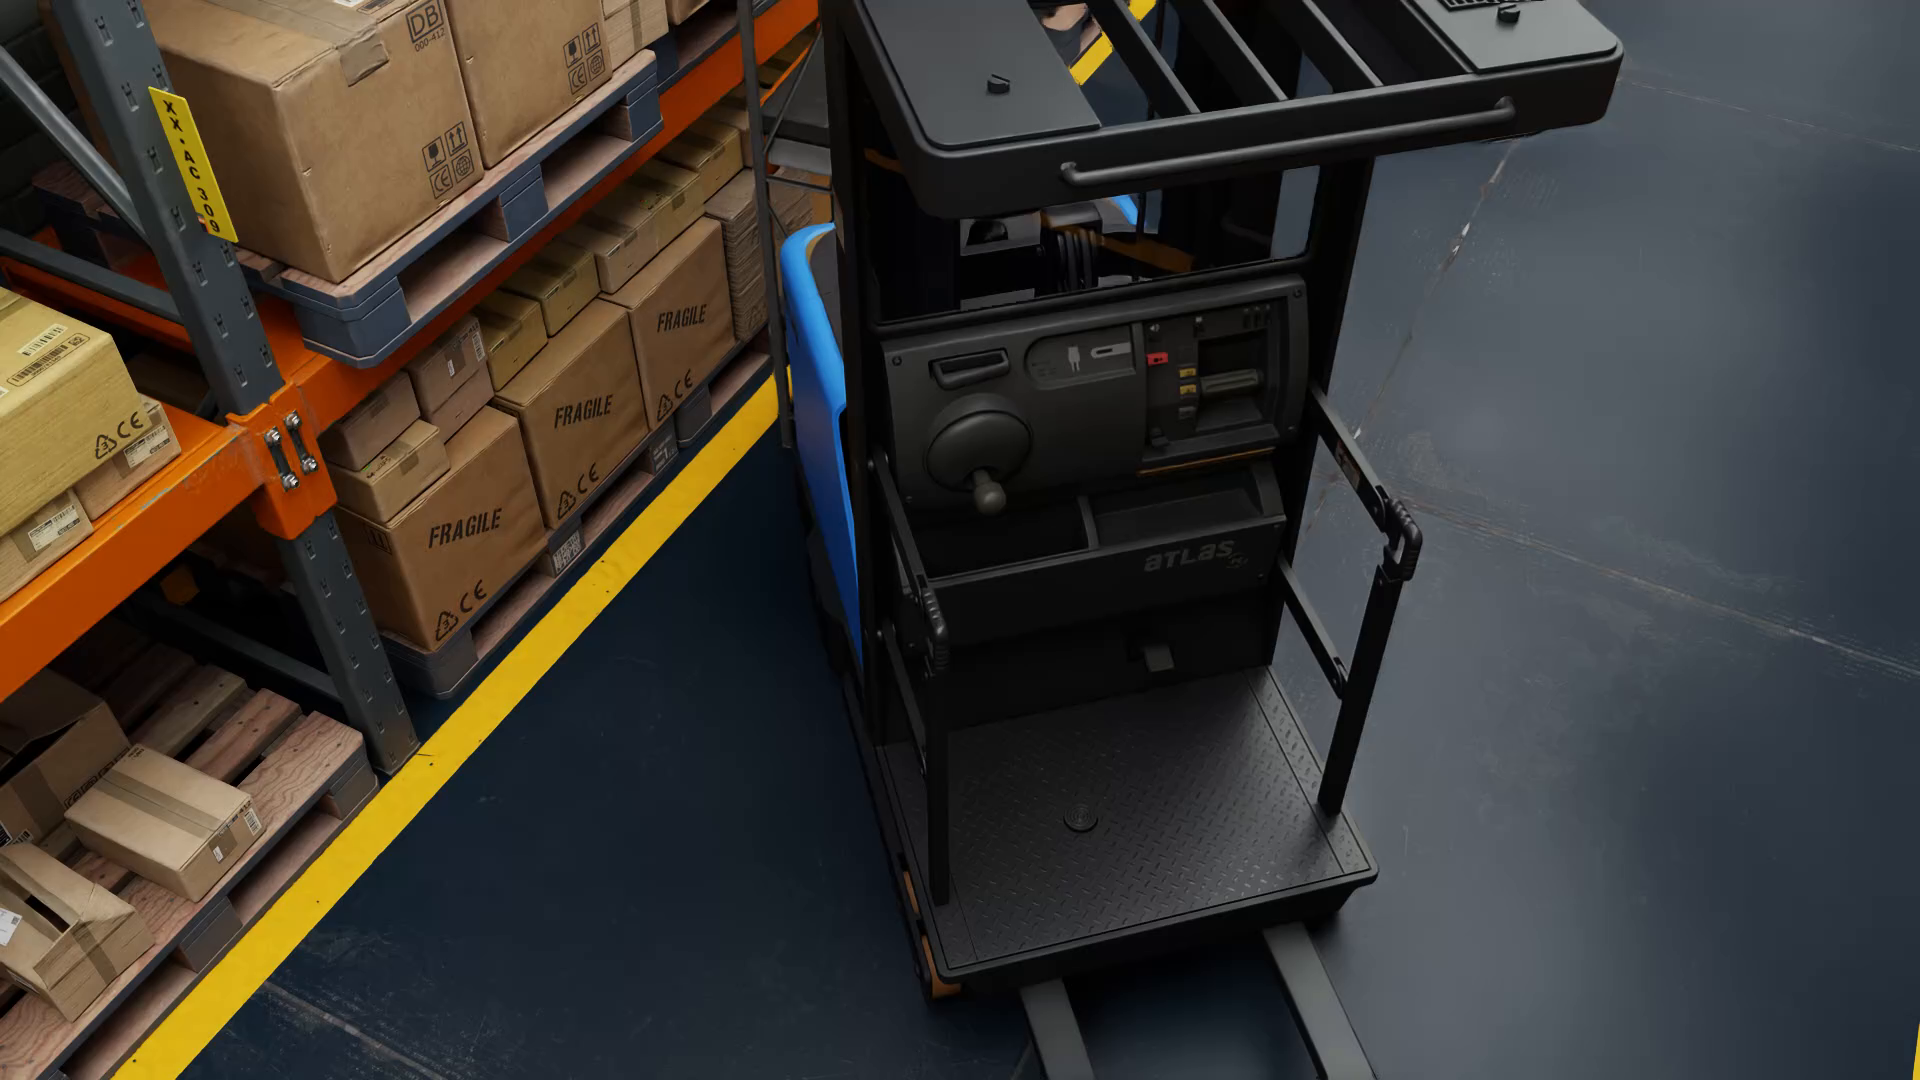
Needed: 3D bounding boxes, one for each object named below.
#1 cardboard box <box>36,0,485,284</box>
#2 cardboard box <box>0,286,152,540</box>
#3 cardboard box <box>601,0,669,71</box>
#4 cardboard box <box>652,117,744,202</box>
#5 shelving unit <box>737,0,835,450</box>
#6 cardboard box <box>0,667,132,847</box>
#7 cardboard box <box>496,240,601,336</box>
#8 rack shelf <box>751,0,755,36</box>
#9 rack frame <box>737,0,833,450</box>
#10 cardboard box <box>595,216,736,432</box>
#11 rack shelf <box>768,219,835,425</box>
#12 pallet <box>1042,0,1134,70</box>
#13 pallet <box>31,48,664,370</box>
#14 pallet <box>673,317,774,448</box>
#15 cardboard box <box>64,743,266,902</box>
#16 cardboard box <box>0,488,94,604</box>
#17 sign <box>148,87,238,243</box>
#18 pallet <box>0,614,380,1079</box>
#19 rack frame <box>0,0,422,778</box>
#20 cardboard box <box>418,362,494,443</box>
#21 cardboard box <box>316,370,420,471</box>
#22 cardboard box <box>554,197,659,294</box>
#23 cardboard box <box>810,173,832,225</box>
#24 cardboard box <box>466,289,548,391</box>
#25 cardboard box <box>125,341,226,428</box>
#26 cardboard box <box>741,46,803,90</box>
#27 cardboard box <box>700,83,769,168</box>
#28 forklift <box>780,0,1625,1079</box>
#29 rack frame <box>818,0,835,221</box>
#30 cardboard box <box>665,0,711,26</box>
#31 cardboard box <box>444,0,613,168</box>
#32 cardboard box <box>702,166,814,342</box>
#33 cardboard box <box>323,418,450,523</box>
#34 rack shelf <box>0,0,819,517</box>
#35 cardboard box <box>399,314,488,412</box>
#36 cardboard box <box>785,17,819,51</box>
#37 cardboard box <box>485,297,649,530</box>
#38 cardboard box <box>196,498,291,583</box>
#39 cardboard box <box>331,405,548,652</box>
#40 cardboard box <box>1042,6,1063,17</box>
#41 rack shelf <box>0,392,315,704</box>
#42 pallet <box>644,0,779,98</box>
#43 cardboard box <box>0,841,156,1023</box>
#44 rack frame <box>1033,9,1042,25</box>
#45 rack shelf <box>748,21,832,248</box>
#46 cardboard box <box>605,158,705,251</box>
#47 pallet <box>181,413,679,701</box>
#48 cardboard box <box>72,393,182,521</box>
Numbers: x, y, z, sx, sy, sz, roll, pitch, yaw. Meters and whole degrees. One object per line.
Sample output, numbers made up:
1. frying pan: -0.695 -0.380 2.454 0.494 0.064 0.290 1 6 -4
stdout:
1. cardboard box: -1.561 -1.014 3.777 0.700 0.500 0.500 22 49 20
2. cardboard box: -2.004 -0.250 3.285 0.500 0.250 0.500 22 49 20
3. cardboard box: -0.999 -1.449 4.372 0.396 0.266 0.258 23 50 21
4. cardboard box: -0.932 -1.258 5.390 0.380 0.149 0.250 21 49 19
5. shelving unit: -0.317 -1.163 4.923 0.431 2.100 0.503 15 47 14
6. cardboard box: -2.500 0.536 4.207 0.500 0.311 0.500 22 49 20
7. cardboard box: -1.298 -0.778 4.916 0.380 0.149 0.250 20 49 18
8. rack shelf: -0.317 -1.646 4.435 0.431 0.518 0.480 15 47 14
9. rack frame: -0.404 -1.001 4.763 0.400 2.100 0.015 15 47 14
10. cardboard box: -1.086 -0.751 5.345 0.500 0.500 0.500 19 48 18
11. rack shelf: -0.317 -0.662 5.431 0.431 0.518 0.480 15 47 14
12. pallet: 0.289 -2.645 7.716 1.003 0.211 1.213 20 49 19
13. pallet: -1.516 -1.000 4.264 1.003 0.211 1.213 20 49 19
14. pallet: -1.075 -0.916 6.007 1.003 0.211 1.213 20 49 19
15. cardboard box: -1.983 0.703 4.156 0.380 0.149 0.250 19 48 18
16. cardboard box: -2.010 -0.056 3.373 0.380 0.149 0.250 22 49 20
17. sign: -1.500 -0.730 3.254 0.100 0.325 0.005 20 49 19
18. pallet: -2.304 0.813 4.299 1.003 0.211 1.213 20 49 19
19. rack frame: -1.984 -0.600 3.734 1.000 3.000 0.127 20 49 19
20. cardboard box: -1.522 -0.435 4.577 0.380 0.149 0.250 19 48 18
21. cardboard box: -1.636 -0.360 4.293 0.380 0.149 0.250 20 49 18
22. cardboard box: -1.149 -0.923 5.059 0.380 0.149 0.250 20 49 19
23. cardboard box: -0.615 -1.409 5.996 0.500 0.500 0.500 22 49 21
24. cardboard box: -1.413 -0.600 4.741 0.380 0.149 0.250 18 48 17
25. cardboard box: -2.069 -0.424 4.566 0.380 0.149 0.250 19 48 18
26. cardboard box: -0.671 -1.580 5.709 0.380 0.149 0.250 20 49 18
27. cardboard box: -0.773 -1.396 5.527 0.380 0.149 0.250 18 48 17
28. forklift: 0.360 -0.212 3.398 1.130 2.935 3.031 -11 46 -10
29. rack frame: -0.230 -1.326 5.084 0.400 2.100 0.015 15 47 14
30. cardboard box: -0.957 -1.834 4.588 0.700 0.500 0.500 20 49 19
31. cardboard box: -1.321 -1.340 4.100 0.700 0.500 0.500 21 49 19
32. cardboard box: -0.840 -1.076 5.666 0.500 0.500 0.500 19 48 18
33. cardboard box: -1.582 -0.235 4.379 0.380 0.149 0.250 23 50 21
34. rack shelf: -1.056 -1.607 5.235 1.077 0.370 4.000 20 49 19
35. cardboard box: -1.504 -0.519 4.451 0.380 0.149 0.250 18 48 17
36. cardboard box: -0.556 -1.737 5.864 0.380 0.149 0.250 22 49 20
37. cardboard box: -1.322 -0.438 5.036 0.500 0.500 0.500 20 49 19
38. cardboard box: -2.018 -0.276 4.876 0.500 0.500 0.500 20 49 19
39. cardboard box: -1.560 -0.099 4.701 0.500 0.500 0.500 22 49 21
40. cardboard box: 0.174 -2.821 7.304 0.875 0.625 0.625 22 49 20
41. rack shelf: -2.913 0.913 2.745 1.077 0.370 4.000 20 49 19
42. pallet: -1.026 -1.826 5.080 1.003 0.211 1.213 20 49 19
43. cardboard box: -2.148 0.886 3.892 0.396 0.266 0.258 22 49 20
44. rack frame: -0.127 -3.120 6.224 1.000 3.000 0.127 20 49 19
45. rack shelf: -0.317 -1.154 4.933 0.431 0.518 0.480 15 47 14
46. cardboard box: -1.031 -1.078 5.213 0.380 0.149 0.250 22 49 20
47. pallet: -1.640 -0.145 5.245 1.003 0.211 1.213 20 49 19
48. cardboard box: -1.908 -0.227 3.542 0.380 0.149 0.250 21 49 20
